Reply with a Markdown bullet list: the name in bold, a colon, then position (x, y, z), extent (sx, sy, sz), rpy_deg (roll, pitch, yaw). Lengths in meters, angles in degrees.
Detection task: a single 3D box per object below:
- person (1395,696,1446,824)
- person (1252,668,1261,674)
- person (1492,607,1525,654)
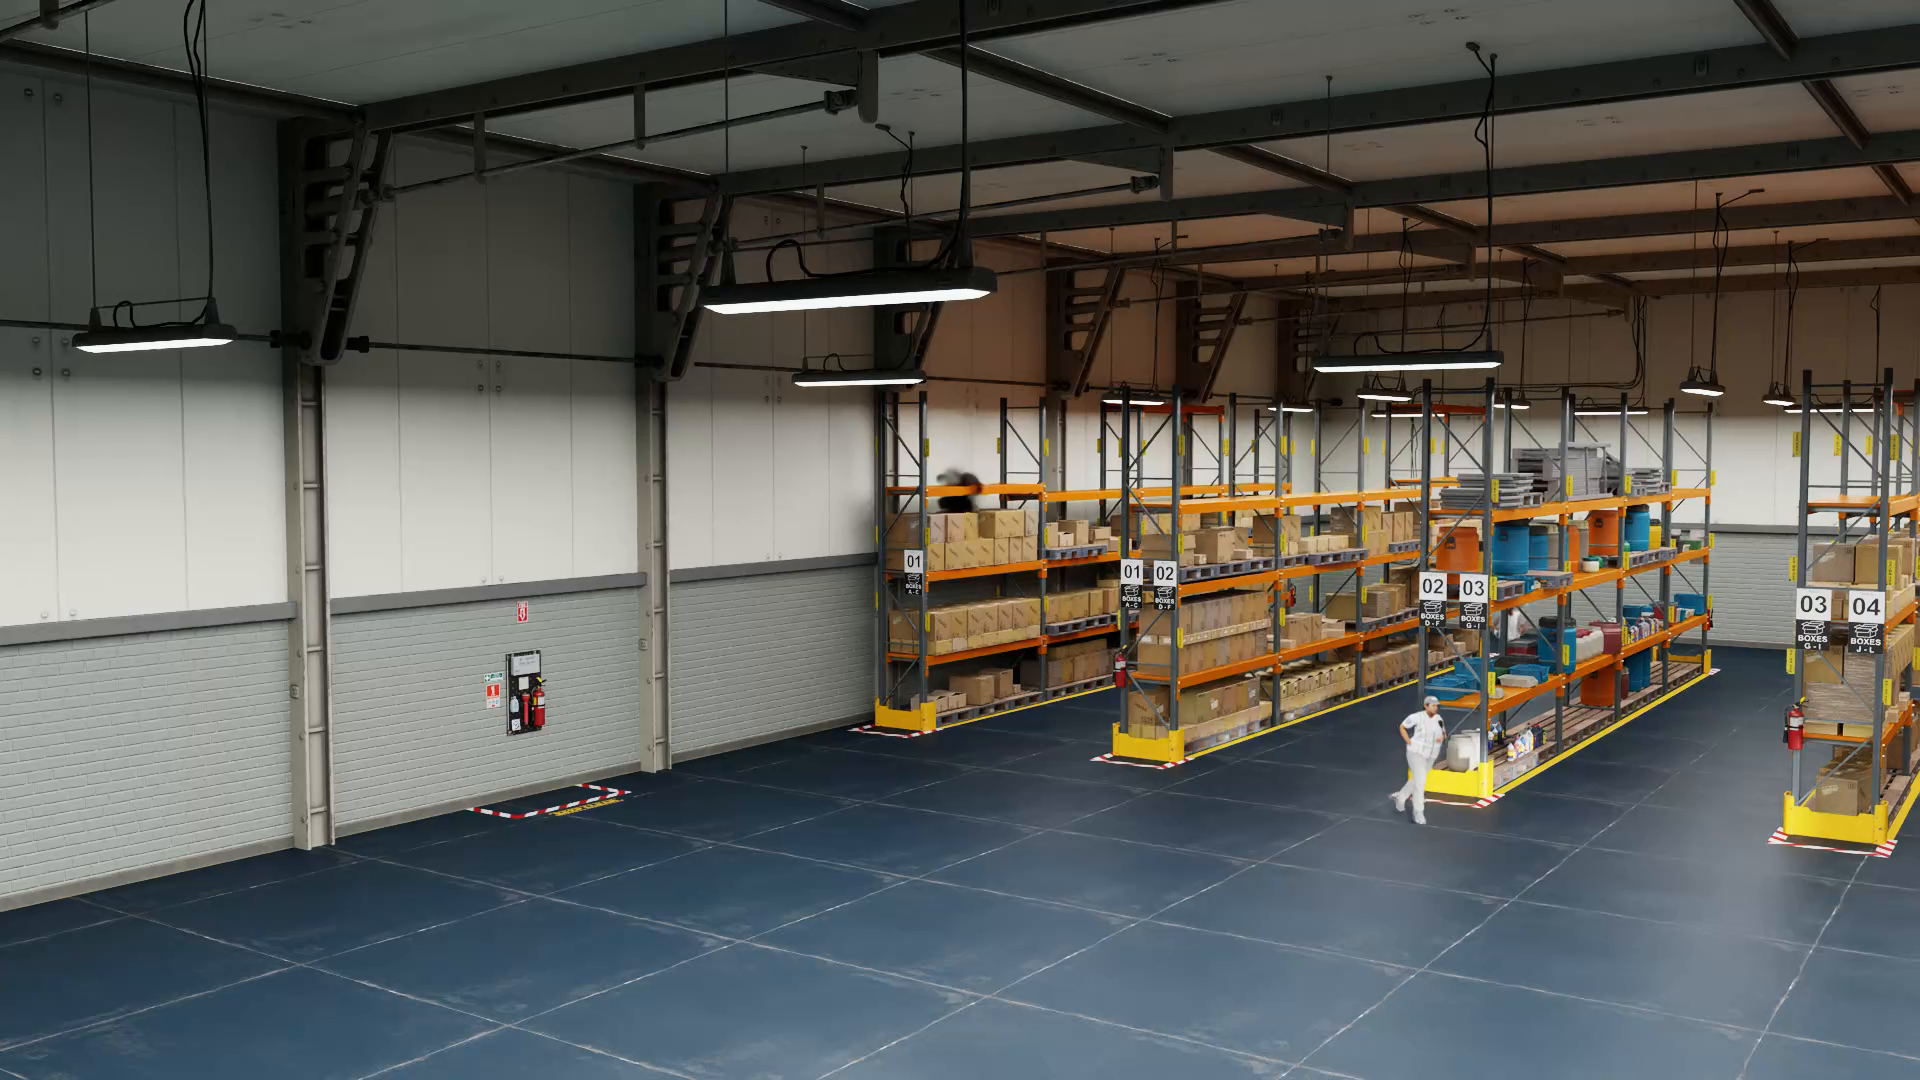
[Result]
- **person**: position (6.285, 2.938, 22.593), extent (0.691, 1.662, 0.838), rpy_deg (-1, 3, -23)
- **person**: position (6.065, 2.256, 33.933), extent (0.616, 1.669, 0.866), rpy_deg (2, 4, 28)
- **person**: position (11.797, 2.146, 35.820), extent (0.677, 1.754, 0.715), rpy_deg (1, 3, 23)
